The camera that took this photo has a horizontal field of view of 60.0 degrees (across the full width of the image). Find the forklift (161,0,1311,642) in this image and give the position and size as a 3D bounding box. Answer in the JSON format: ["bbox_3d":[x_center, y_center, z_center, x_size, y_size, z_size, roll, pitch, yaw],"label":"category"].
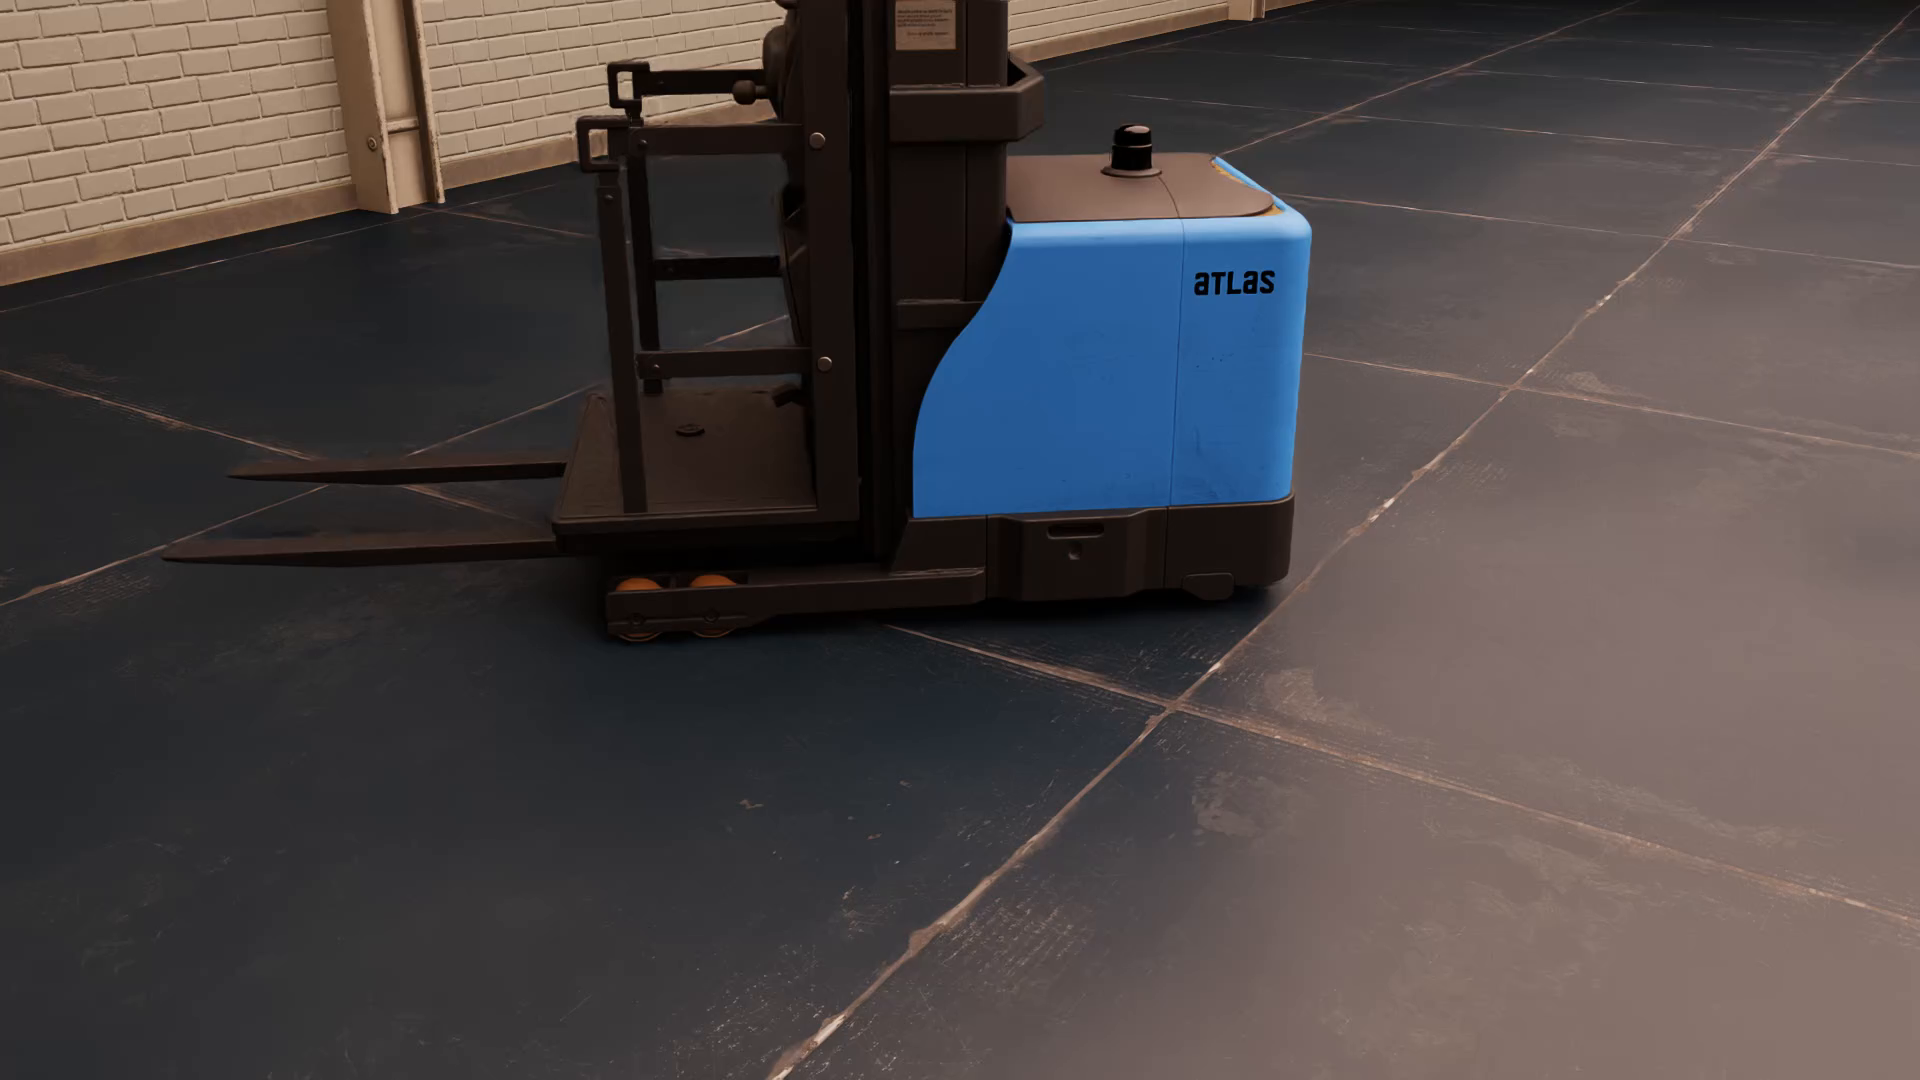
[{"bbox_3d":[-0.635,-1.297,4.345,3.031,2.935,1.130,-3,23,-6],"label":"forklift"}]
